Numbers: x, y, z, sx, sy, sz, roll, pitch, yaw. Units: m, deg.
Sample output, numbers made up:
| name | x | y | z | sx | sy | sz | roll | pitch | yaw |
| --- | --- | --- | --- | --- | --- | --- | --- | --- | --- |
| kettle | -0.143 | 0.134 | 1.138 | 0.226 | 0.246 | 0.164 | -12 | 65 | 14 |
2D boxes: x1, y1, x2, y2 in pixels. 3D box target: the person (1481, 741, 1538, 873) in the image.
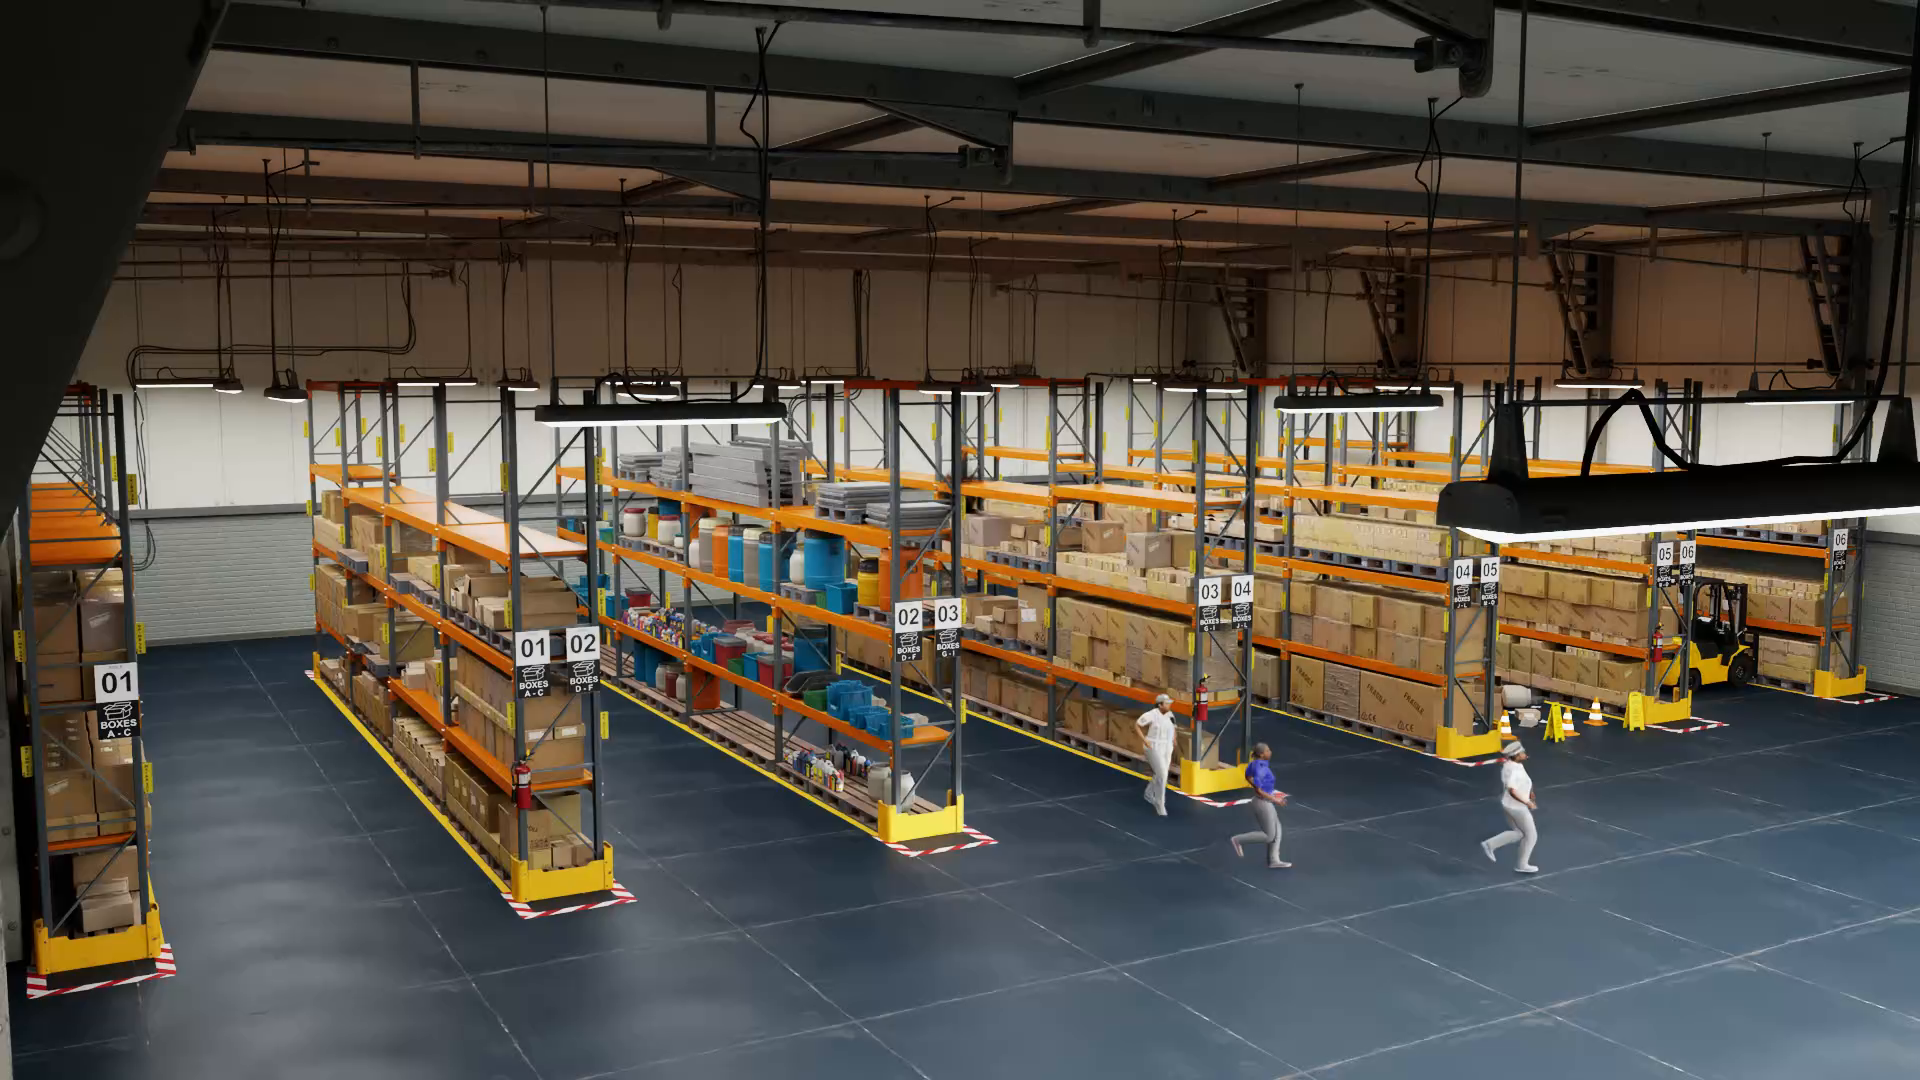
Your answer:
| name | x | y | z | sx | sy | sz | roll | pitch | yaw |
| --- | --- | --- | --- | --- | --- | --- | --- | --- | --- |
| person | 6.882 | 3.311 | 20.672 | 0.658 | 1.654 | 0.579 | 0 | 6 | 3 |

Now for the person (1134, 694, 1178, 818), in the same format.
| name | x | y | z | sx | sy | sz | roll | pitch | yaw |
| --- | --- | --- | --- | --- | --- | --- | --- | --- | --- |
| person | 2.829 | 3.019 | 23.563 | 0.609 | 1.704 | 0.737 | -4 | 7 | -34 |

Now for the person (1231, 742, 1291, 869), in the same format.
| name | x | y | z | sx | sy | sz | roll | pitch | yaw |
| --- | --- | --- | --- | --- | --- | --- | --- | --- | --- |
| person | 3.777 | 3.324 | 20.845 | 0.773 | 1.612 | 0.593 | 0 | 6 | 3 |
